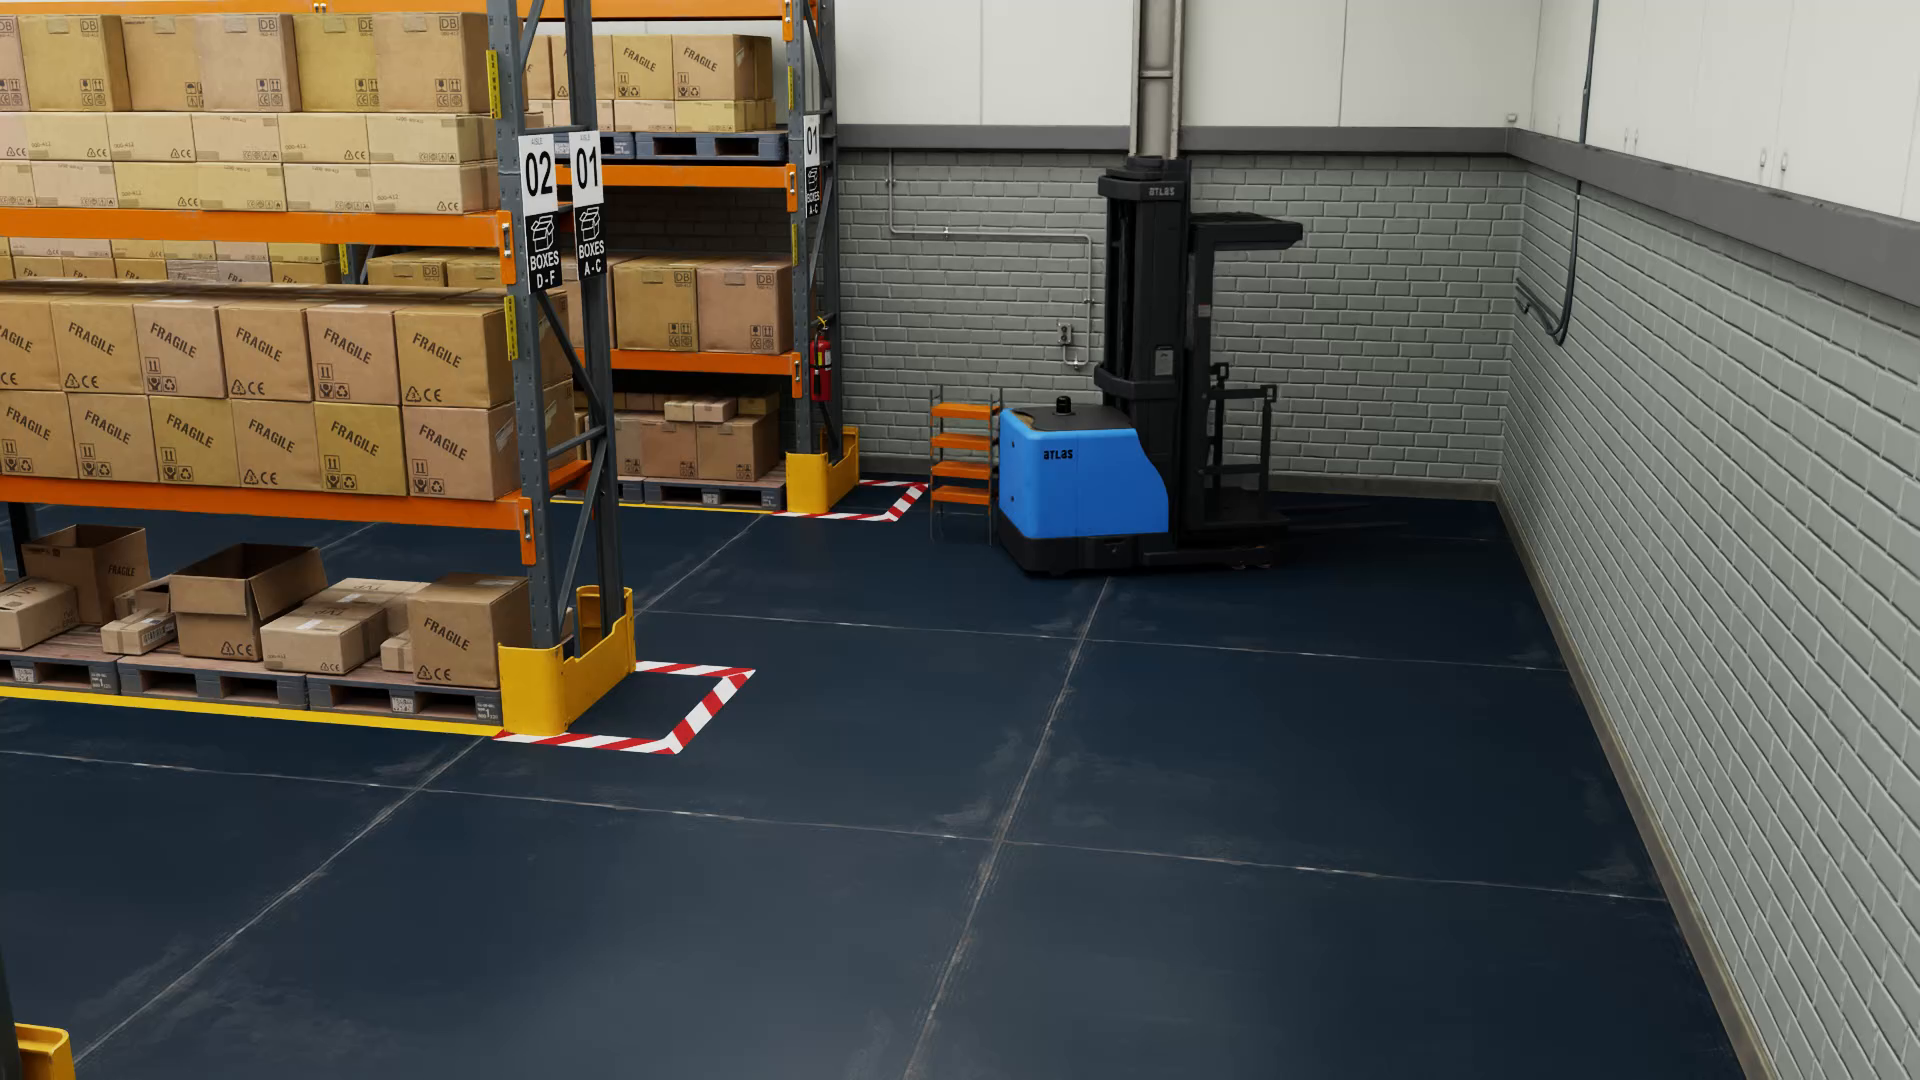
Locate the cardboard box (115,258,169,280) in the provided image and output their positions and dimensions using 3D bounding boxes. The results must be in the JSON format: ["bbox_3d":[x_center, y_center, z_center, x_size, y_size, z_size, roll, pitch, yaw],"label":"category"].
[{"bbox_3d":[-7.097,-2.271,14.790,0.500,0.500,0.500,4,16,13],"label":"cardboard box"}]

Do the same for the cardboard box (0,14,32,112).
[{"bbox_3d":[-5.149,-2.633,9.197,0.500,0.500,0.700,3,16,11],"label":"cardboard box"}]

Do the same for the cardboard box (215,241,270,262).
[{"bbox_3d":[-6.119,-2.583,14.510,0.500,0.250,0.500,3,16,12],"label":"cardboard box"}]

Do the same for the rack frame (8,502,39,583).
[{"bbox_3d":[-6.095,-0.737,10.032,0.127,3.000,1.000,3,16,11],"label":"rack frame"}]

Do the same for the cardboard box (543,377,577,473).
[{"bbox_3d":[-2.557,-0.665,9.585,0.500,0.500,0.500,3,16,12],"label":"cardboard box"}]

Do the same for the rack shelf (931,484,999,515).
[{"bbox_3d":[0.046,-0.317,12.884,0.480,0.148,0.258,6,17,20],"label":"rack shelf"}]

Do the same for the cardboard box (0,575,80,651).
[{"bbox_3d":[-5.727,0.426,10.047,0.500,0.311,0.500,3,16,11],"label":"cardboard box"}]

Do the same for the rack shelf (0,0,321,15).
[{"bbox_3d":[-7.071,-4.491,14.444,4.000,0.370,1.077,3,16,11],"label":"rack shelf"}]

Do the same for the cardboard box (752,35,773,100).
[{"bbox_3d":[-1.859,-3.907,13.761,0.500,0.500,0.500,2,16,9],"label":"cardboard box"}]

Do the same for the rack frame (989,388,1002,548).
[{"bbox_3d":[0.275,-0.550,12.730,0.015,1.200,0.240,6,17,20],"label":"rack frame"}]

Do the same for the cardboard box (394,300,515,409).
[{"bbox_3d":[-2.666,-1.006,8.943,0.500,0.500,0.500,3,16,11],"label":"cardboard box"}]

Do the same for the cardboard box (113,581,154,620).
[{"bbox_3d":[-5.101,0.386,10.497,0.250,0.149,0.380,3,16,11],"label":"cardboard box"}]

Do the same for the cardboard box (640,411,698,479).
[{"bbox_3d":[-2.388,-0.855,14.356,0.500,0.500,0.700,3,16,11],"label":"cardboard box"}]

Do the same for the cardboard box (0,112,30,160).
[{"bbox_3d":[-5.178,-2.234,9.163,0.500,0.250,0.500,3,16,11],"label":"cardboard box"}]

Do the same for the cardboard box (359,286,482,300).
[{"bbox_3d":[-3.071,-1.172,9.544,0.500,0.500,0.500,3,16,12],"label":"cardboard box"}]

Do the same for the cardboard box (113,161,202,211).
[{"bbox_3d":[-4.198,-1.939,9.034,0.500,0.250,0.500,3,16,11],"label":"cardboard box"}]

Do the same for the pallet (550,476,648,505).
[{"bbox_3d":[-3.183,-0.564,14.631,1.213,0.211,1.003,3,16,11],"label":"pallet"}]

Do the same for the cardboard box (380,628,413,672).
[{"bbox_3d":[-3.136,0.620,9.618,0.250,0.166,0.380,3,16,11],"label":"cardboard box"}]

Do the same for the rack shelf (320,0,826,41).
[{"bbox_3d":[-3.152,-4.278,13.675,4.000,0.370,1.077,3,16,11],"label":"rack shelf"}]

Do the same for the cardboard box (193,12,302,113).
[{"bbox_3d":[-3.666,-2.570,8.971,0.500,0.500,0.700,3,16,11],"label":"cardboard box"}]

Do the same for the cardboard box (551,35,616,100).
[{"bbox_3d":[-2.964,-3.828,13.474,0.500,0.500,0.500,2,16,9],"label":"cardboard box"}]

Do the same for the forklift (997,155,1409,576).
[{"bbox_3d":[1.855,-1.328,12.297,3.031,2.935,1.130,-3,16,-11],"label":"forklift"}]

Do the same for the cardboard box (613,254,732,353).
[{"bbox_3d":[-2.409,-2.025,14.120,0.700,0.700,0.980,3,16,11],"label":"cardboard box"}]

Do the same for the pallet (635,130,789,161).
[{"bbox_3d":[-1.921,-3.259,13.687,1.213,0.211,1.003,3,16,11],"label":"pallet"}]

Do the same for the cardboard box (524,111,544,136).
[{"bbox_3d":[-2.627,-2.233,9.161,0.500,0.250,0.500,3,16,11],"label":"cardboard box"}]

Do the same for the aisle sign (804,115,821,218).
[{"bbox_3d":[-1.181,-2.990,13.299,0.004,0.787,0.394,3,16,11],"label":"aisle sign"}]

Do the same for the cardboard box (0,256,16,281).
[{"bbox_3d":[-8.606,-2.354,15.088,0.500,0.500,0.500,4,16,13],"label":"cardboard box"}]

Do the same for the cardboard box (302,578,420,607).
[{"bbox_3d":[-3.631,0.433,10.137,0.500,0.250,0.500,3,16,11],"label":"cardboard box"}]

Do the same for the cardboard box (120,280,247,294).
[{"bbox_3d":[-4.551,-1.254,9.840,0.500,0.500,0.500,3,16,12],"label":"cardboard box"}]

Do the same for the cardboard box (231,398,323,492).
[{"bbox_3d":[-3.665,-0.579,9.277,0.500,0.500,0.500,3,16,12],"label":"cardboard box"}]

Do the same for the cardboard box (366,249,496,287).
[{"bbox_3d":[-4.583,-2.144,14.551,0.700,0.700,0.980,3,16,12],"label":"cardboard box"}]

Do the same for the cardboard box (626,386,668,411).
[{"bbox_3d":[-2.726,-1.240,14.532,0.250,0.149,0.380,3,16,12],"label":"cardboard box"}]

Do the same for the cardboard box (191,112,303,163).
[{"bbox_3d":[-3.709,-2.153,8.870,0.500,0.250,0.500,3,16,11],"label":"cardboard box"}]

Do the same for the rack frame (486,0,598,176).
[{"bbox_3d":[-2.175,-3.415,8.463,0.127,3.000,1.000,3,16,11],"label":"rack frame"}]

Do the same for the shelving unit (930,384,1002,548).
[{"bbox_3d":[0.046,-0.573,12.813,0.503,1.200,0.258,6,17,20],"label":"shelving unit"}]

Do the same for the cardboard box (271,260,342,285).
[{"bbox_3d":[-5.614,-2.192,14.506,0.500,0.500,0.500,3,16,10],"label":"cardboard box"}]

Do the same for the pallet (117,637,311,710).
[{"bbox_3d":[-4.223,0.709,10.039,1.213,0.211,1.003,3,16,11],"label":"pallet"}]

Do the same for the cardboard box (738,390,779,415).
[{"bbox_3d":[-1.735,-1.187,14.339,0.250,0.149,0.380,3,16,11],"label":"cardboard box"}]

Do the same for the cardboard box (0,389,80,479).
[{"bbox_3d":[-5.147,-0.660,9.568,0.500,0.500,0.500,3,16,12],"label":"cardboard box"}]

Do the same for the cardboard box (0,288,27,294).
[{"bbox_3d":[-5.689,-1.168,9.529,0.500,0.500,0.500,4,16,13],"label":"cardboard box"}]

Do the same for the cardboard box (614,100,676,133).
[{"bbox_3d":[-2.472,-3.441,13.482,0.500,0.250,0.500,3,16,9],"label":"cardboard box"}]

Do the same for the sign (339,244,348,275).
[{"bbox_3d":[-5.210,-2.410,14.053,0.005,0.325,0.100,3,16,11],"label":"sign"}]

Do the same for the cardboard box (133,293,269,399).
[{"bbox_3d":[-4.174,-1.086,9.233,0.500,0.500,0.500,4,16,13],"label":"cardboard box"}]

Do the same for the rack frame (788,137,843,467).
[{"bbox_3d":[-1.192,-1.820,13.943,0.127,3.000,1.000,3,16,11],"label":"rack frame"}]

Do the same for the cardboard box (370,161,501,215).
[{"bbox_3d":[-2.731,-1.855,8.733,0.500,0.250,0.500,3,16,11],"label":"cardboard box"}]

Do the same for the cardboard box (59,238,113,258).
[{"bbox_3d":[-7.620,-2.662,14.798,0.500,0.250,0.500,3,16,11],"label":"cardboard box"}]

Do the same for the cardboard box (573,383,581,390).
[{"bbox_3d":[-3.479,-1.281,14.678,0.250,0.149,0.380,3,16,12],"label":"cardboard box"}]

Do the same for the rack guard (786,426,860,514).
[{"bbox_3d":[-1.168,-0.614,14.272,0.348,0.500,1.175,3,16,11],"label":"rack guard"}]
